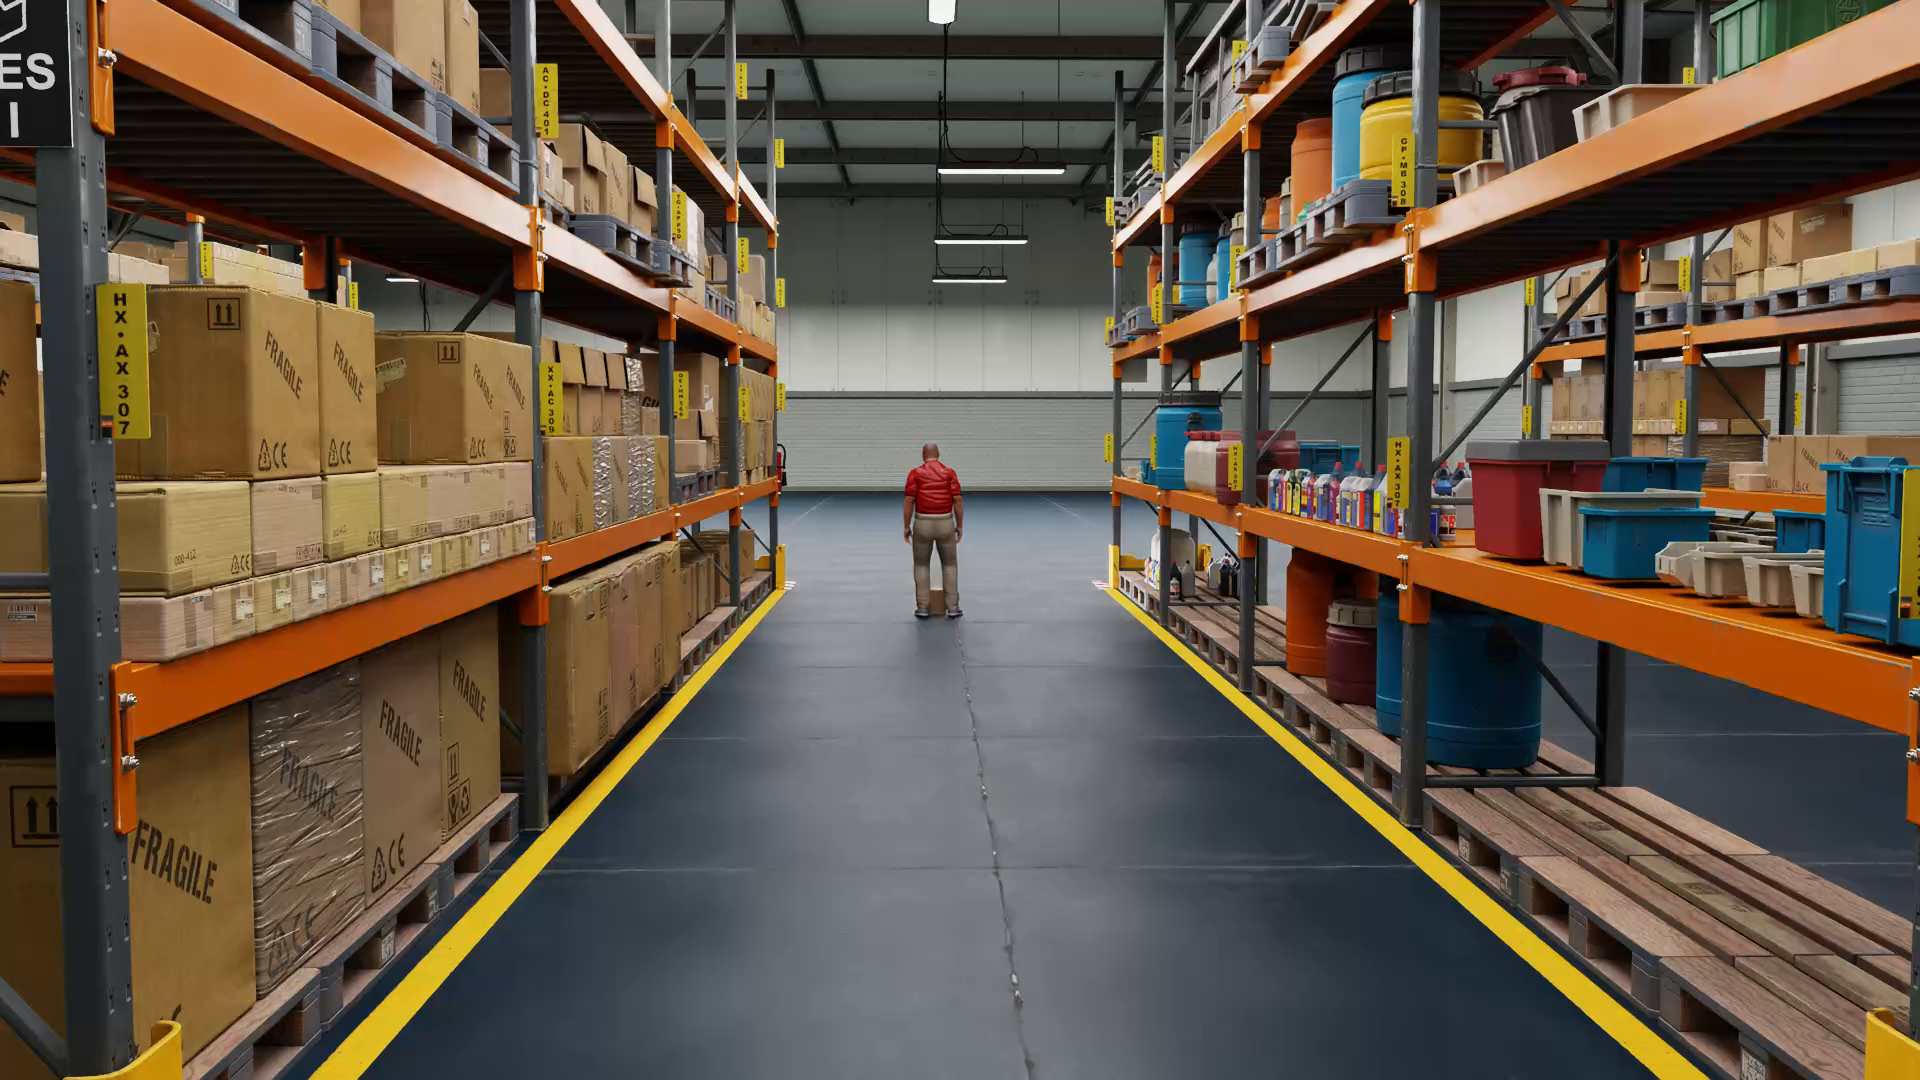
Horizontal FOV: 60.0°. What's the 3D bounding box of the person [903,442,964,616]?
[{"bbox_3d":[-0.259,-0.106,16.465,0.606,1.727,0.391,0,4,-5],"label":"person"}]
